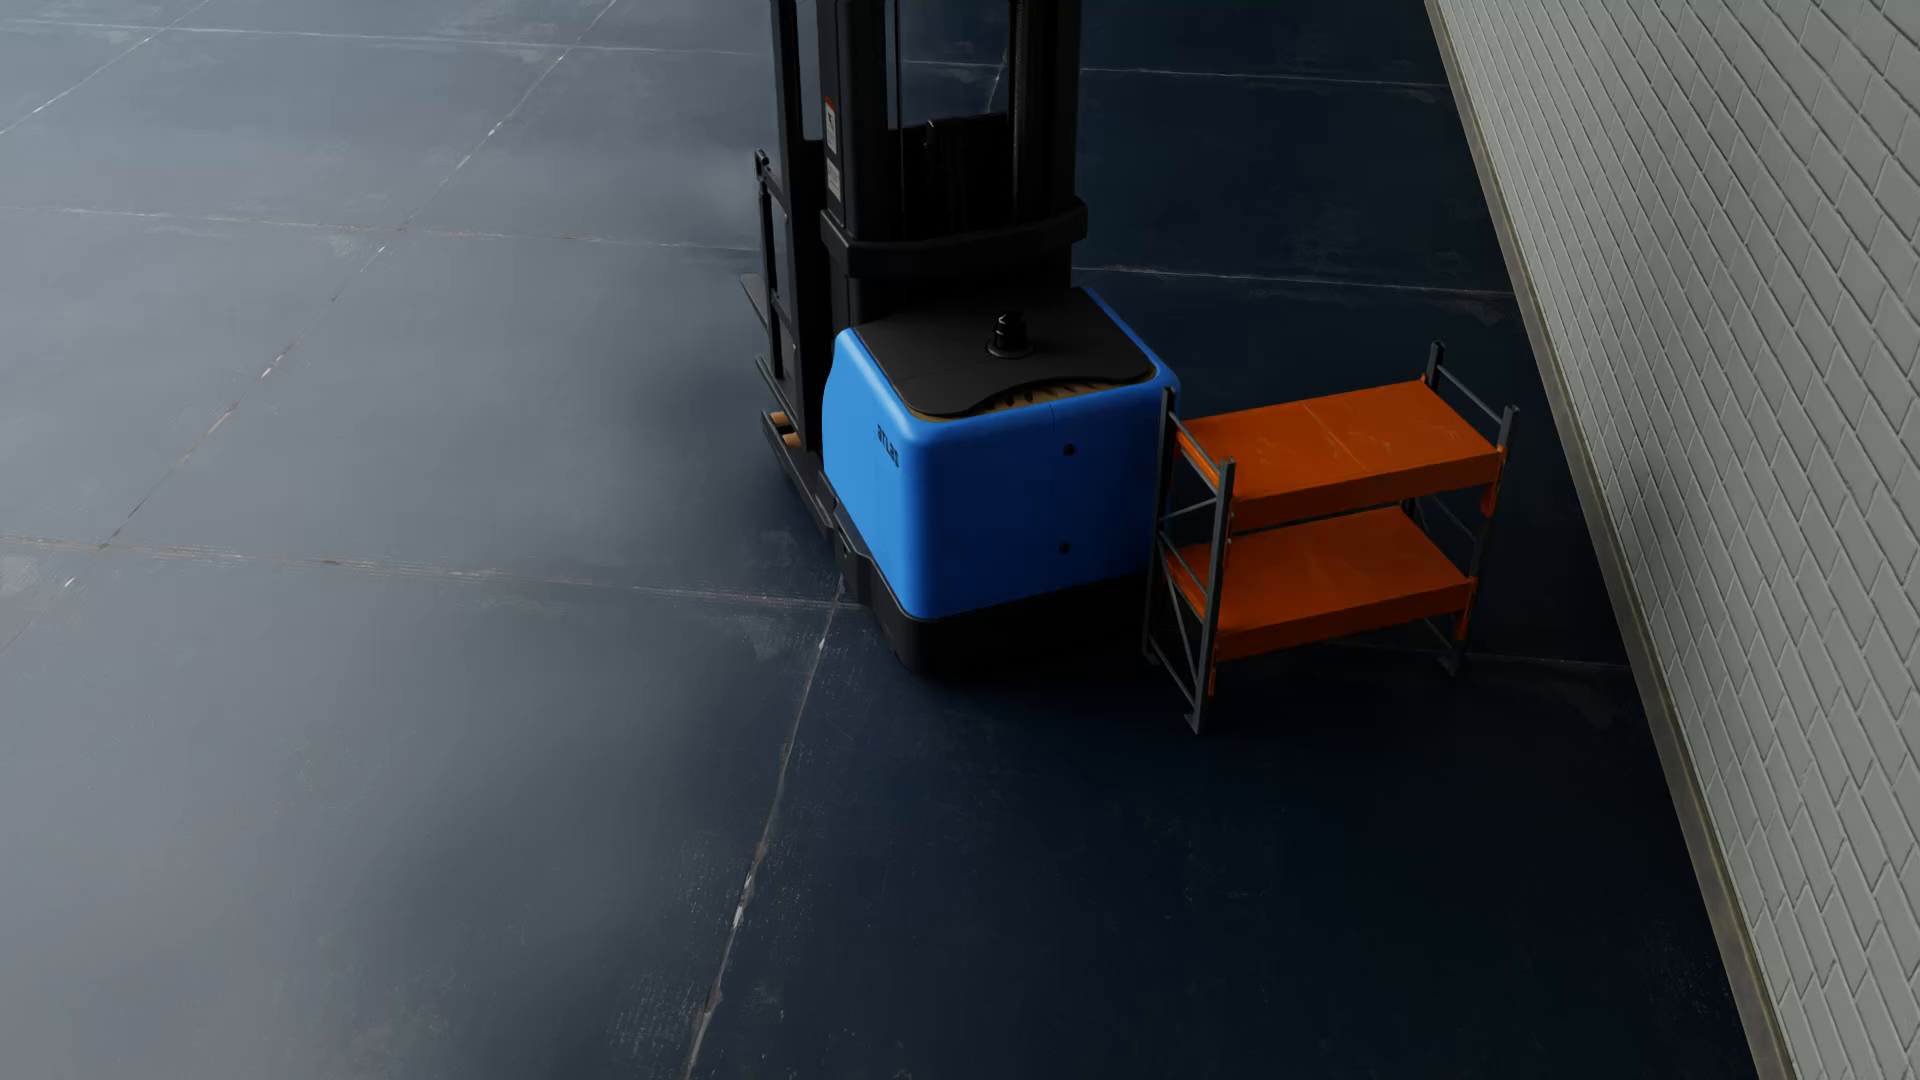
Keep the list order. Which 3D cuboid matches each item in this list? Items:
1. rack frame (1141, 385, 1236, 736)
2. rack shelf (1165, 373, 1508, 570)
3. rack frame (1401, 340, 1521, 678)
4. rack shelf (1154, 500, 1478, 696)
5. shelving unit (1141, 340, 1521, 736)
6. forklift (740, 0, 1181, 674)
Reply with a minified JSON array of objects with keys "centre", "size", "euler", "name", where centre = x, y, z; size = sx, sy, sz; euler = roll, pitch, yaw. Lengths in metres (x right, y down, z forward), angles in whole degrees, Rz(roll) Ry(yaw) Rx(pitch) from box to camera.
[{"centre":[0.765,0.083,5.666],"size":[0.032,1.125,0.500],"euler":[-11,37,-14],"name":"rack frame"},{"centre":[1.248,-0.246,5.622],"size":[1.000,0.278,0.538],"euler":[-11,37,-14],"name":"rack shelf"},{"centre":[1.732,-0.098,5.919],"size":[0.032,1.125,0.500],"euler":[-11,37,-14],"name":"rack frame"},{"centre":[1.248,0.191,5.934],"size":[1.000,0.278,0.538],"euler":[-11,37,-14],"name":"rack shelf"},{"centre":[1.248,-0.008,5.792],"size":[1.048,1.125,0.538],"euler":[-11,37,-14],"name":"shelving unit"},{"centre":[-0.223,-1.565,6.420],"size":[1.130,2.935,3.031],"euler":[-13,37,-17],"name":"forklift"}]
